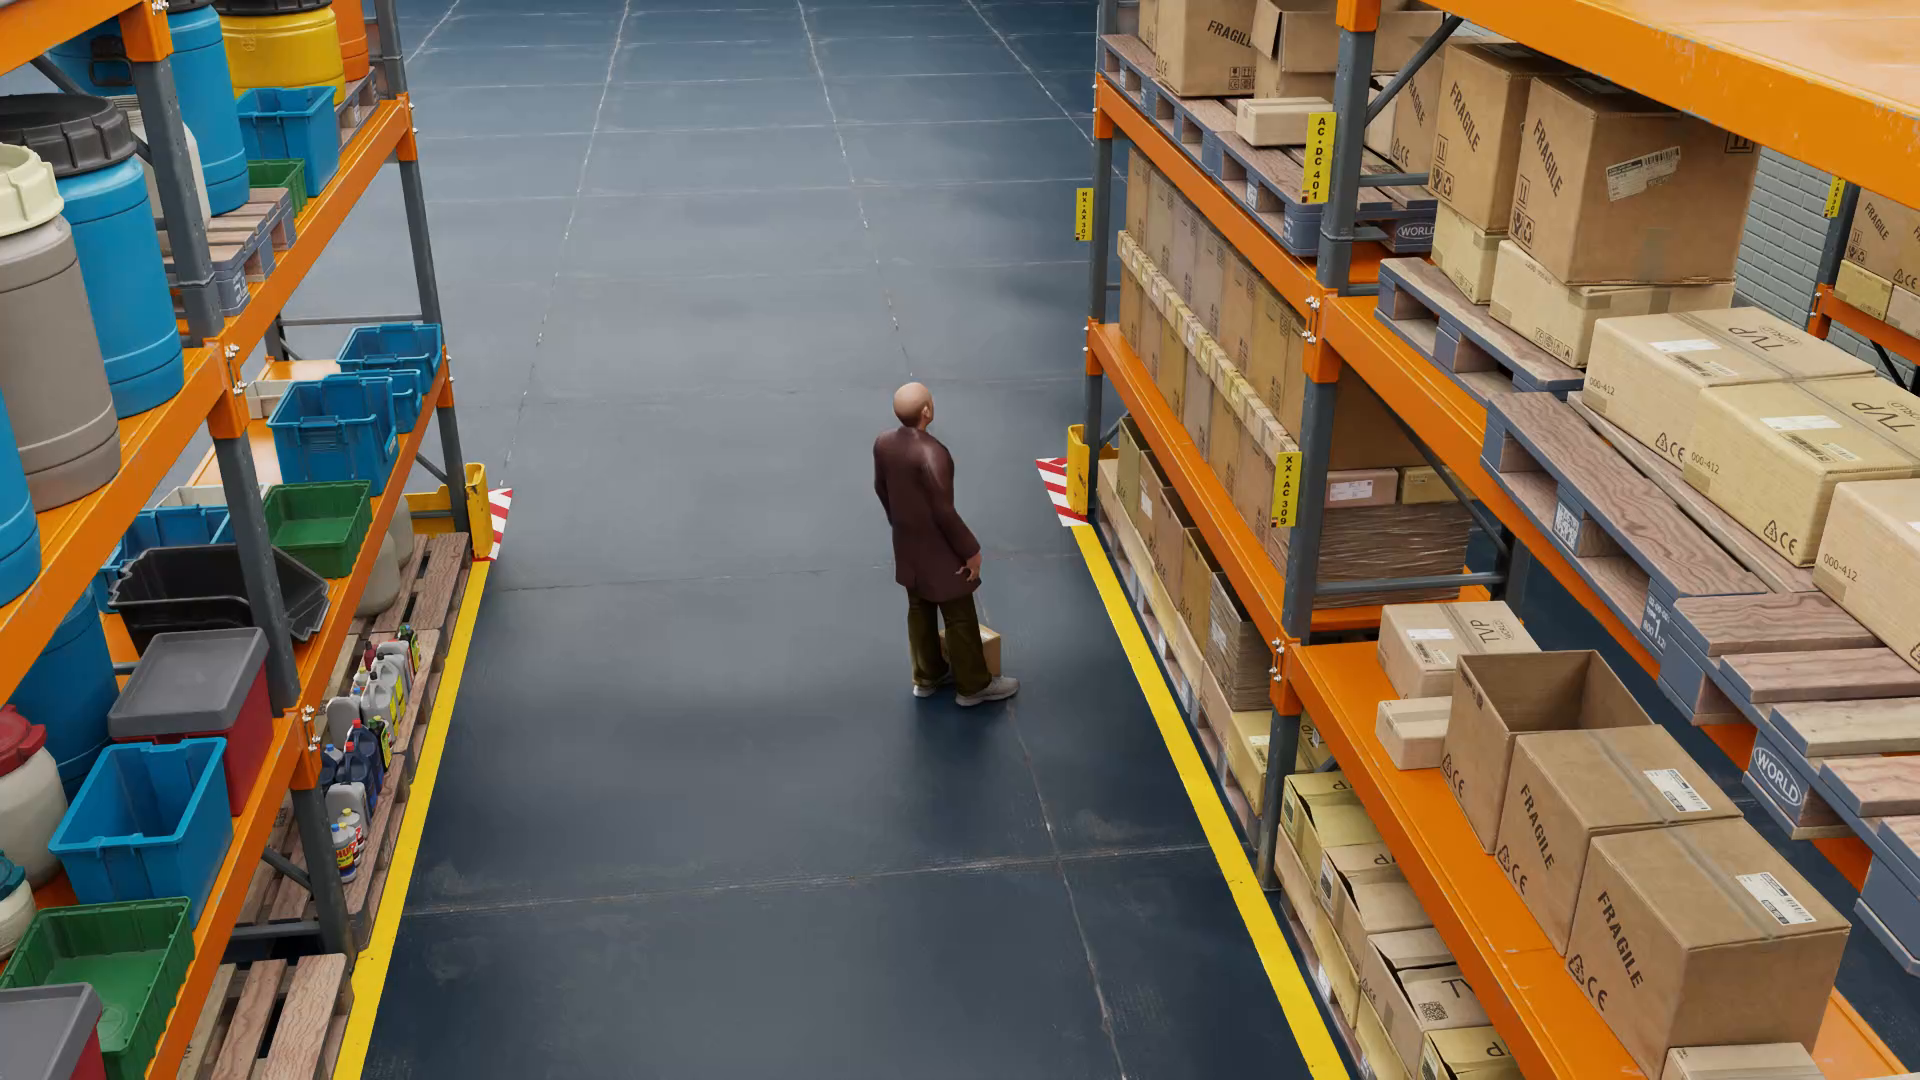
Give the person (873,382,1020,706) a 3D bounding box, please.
[{"bbox_3d":[-0.087,-0.003,8.618,0.582,1.776,0.697,-21,33,-35],"label":"person"}]
